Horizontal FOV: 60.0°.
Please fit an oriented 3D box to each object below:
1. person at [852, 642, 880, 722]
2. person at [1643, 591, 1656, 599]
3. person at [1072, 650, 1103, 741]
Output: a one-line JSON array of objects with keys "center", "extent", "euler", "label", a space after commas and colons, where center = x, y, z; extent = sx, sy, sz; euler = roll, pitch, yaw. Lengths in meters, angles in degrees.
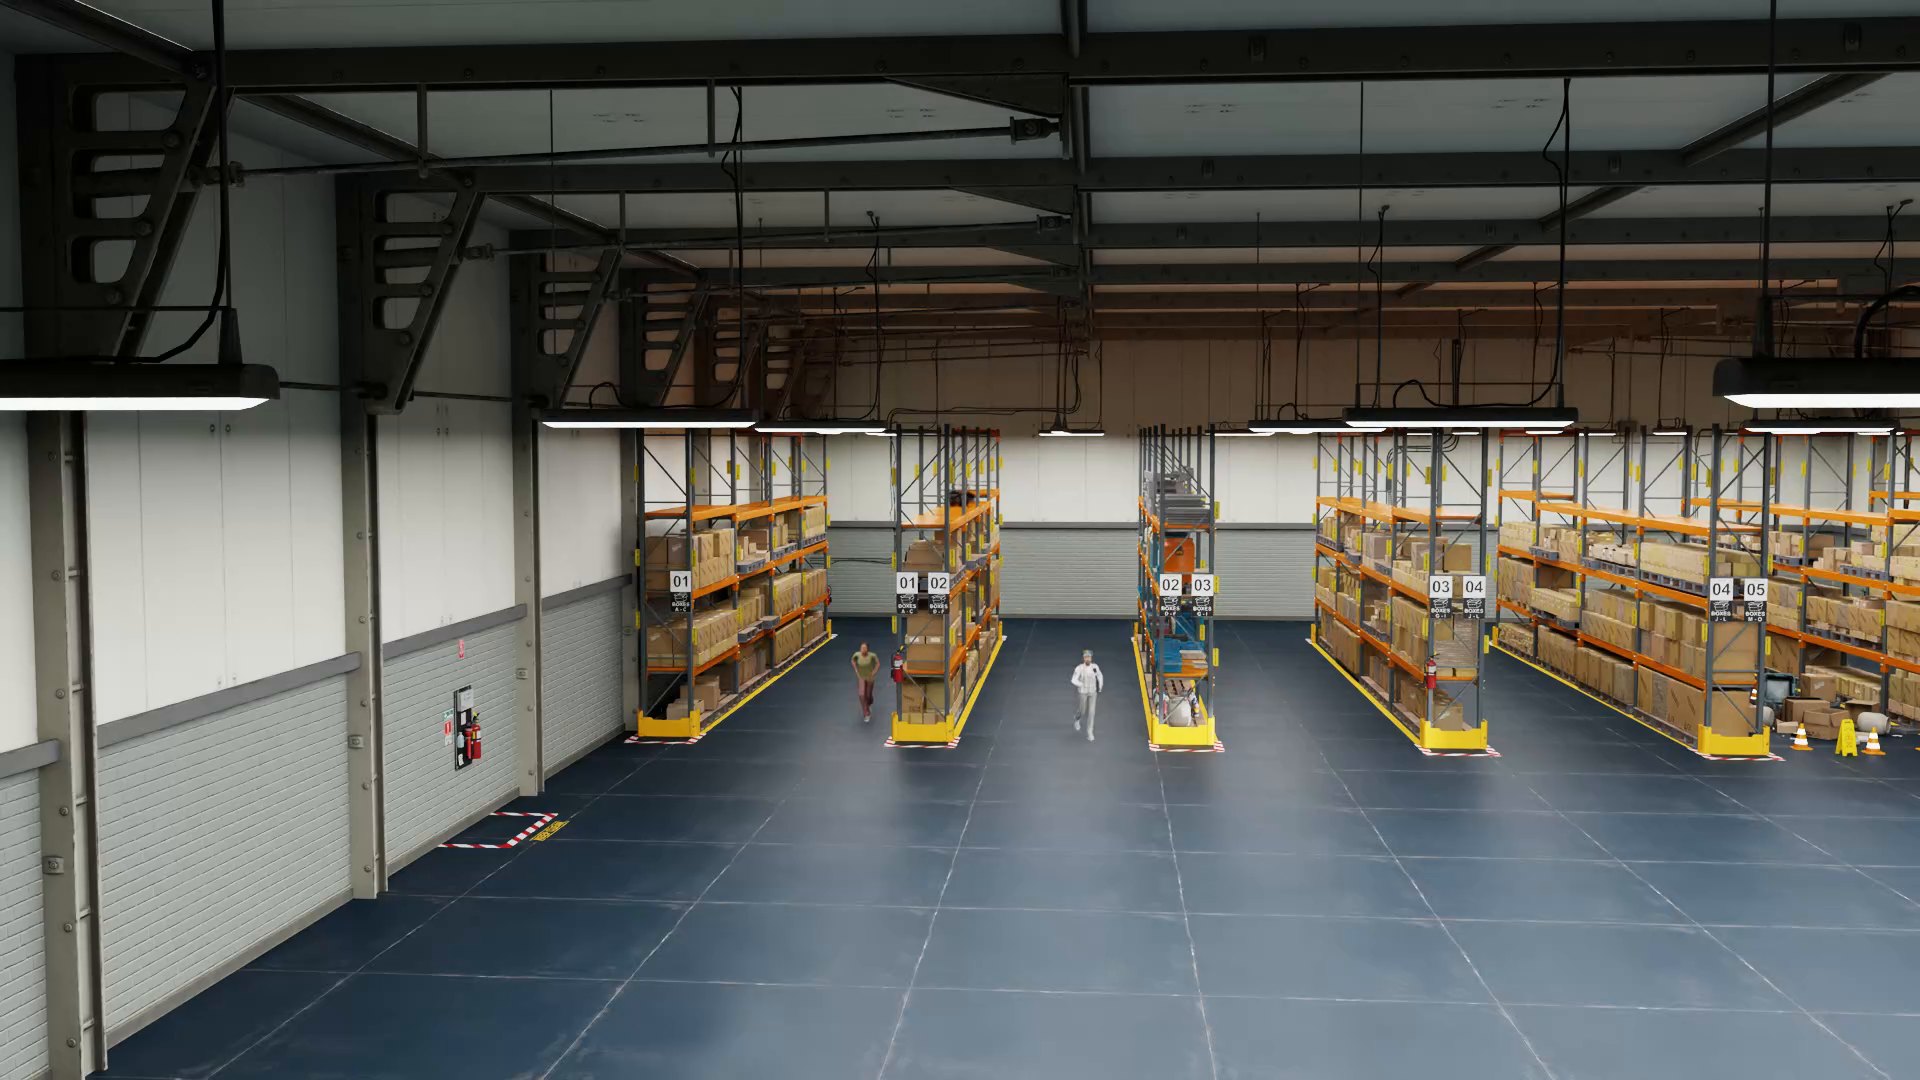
[{"center": [-1.916, 2.870, 34.022], "extent": [0.584, 1.659, 0.884], "euler": [0, 3, 6], "label": "person"}, {"center": [19.437, 2.009, 47.244], "extent": [0.650, 1.691, 0.711], "euler": [1, 4, 10], "label": "person"}, {"center": [2.442, 2.941, 31.902], "extent": [0.628, 1.700, 0.887], "euler": [0, 3, -7], "label": "person"}]
